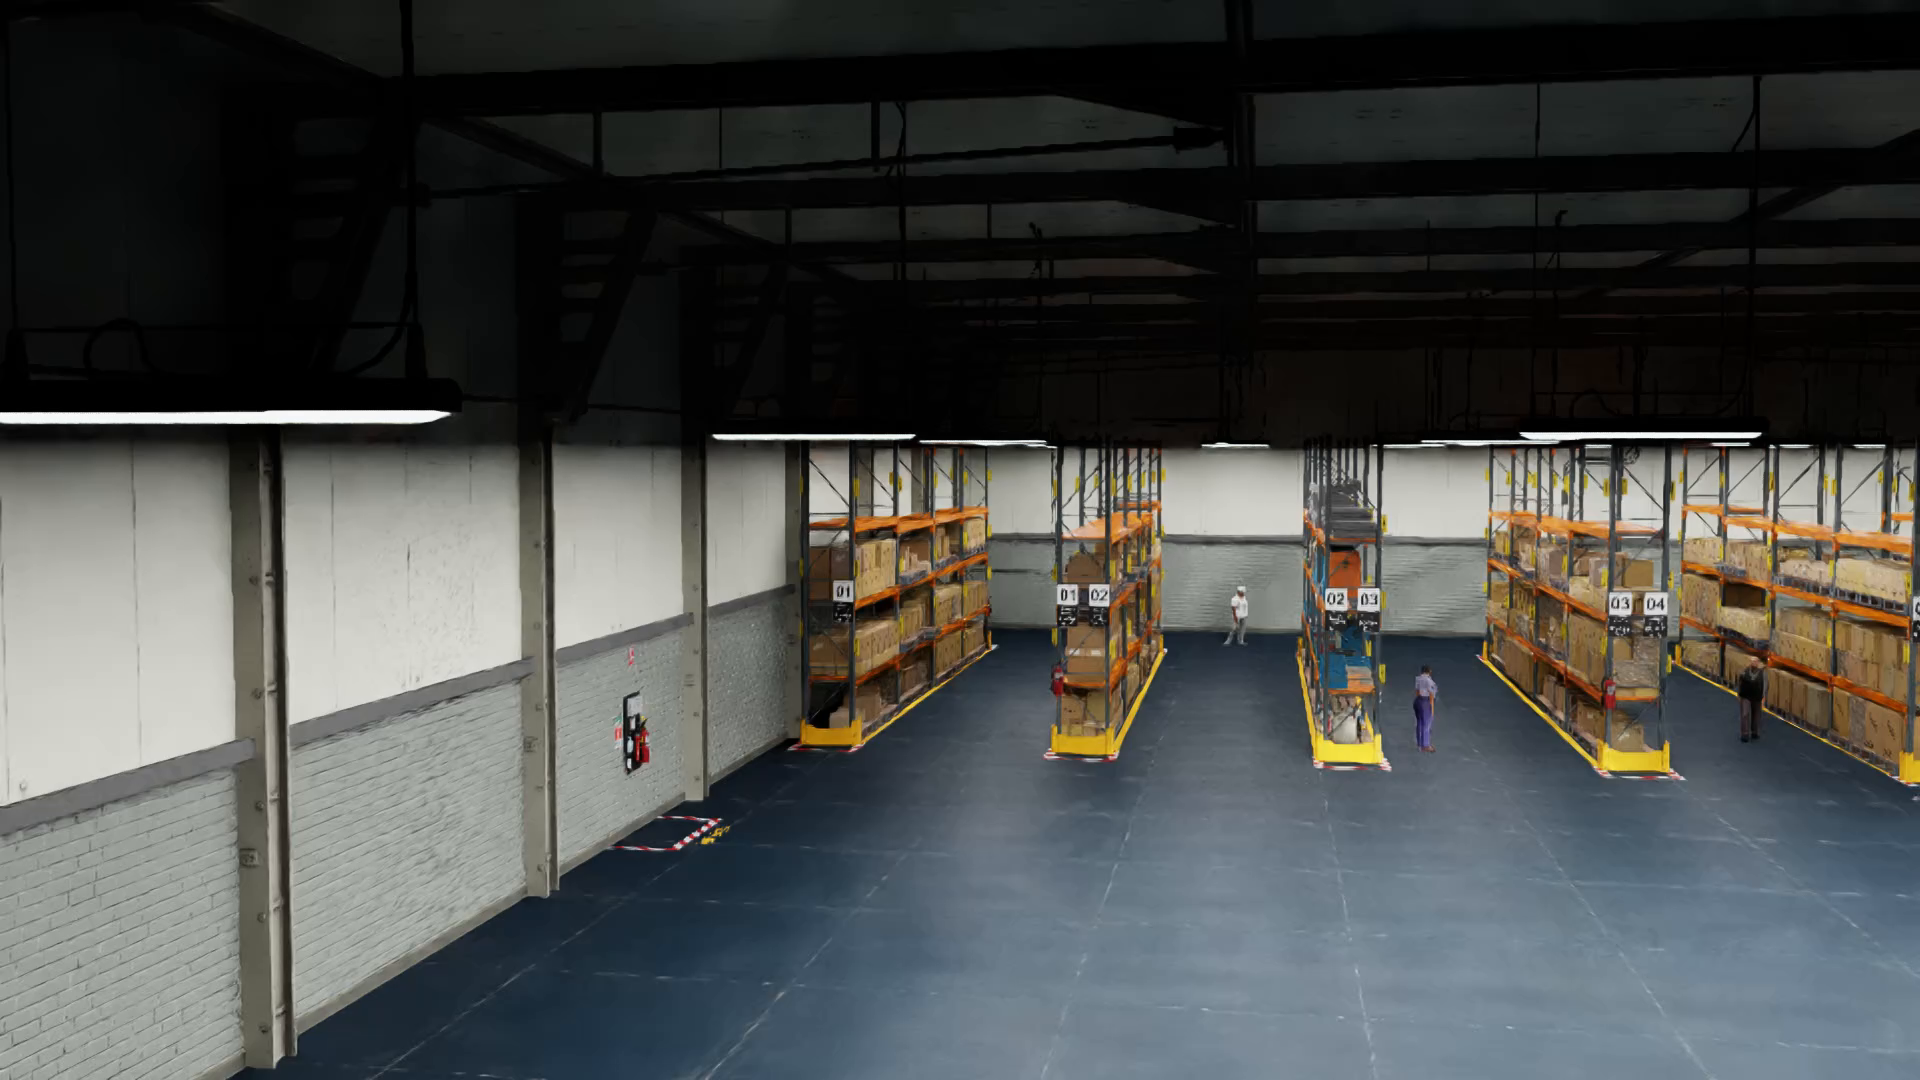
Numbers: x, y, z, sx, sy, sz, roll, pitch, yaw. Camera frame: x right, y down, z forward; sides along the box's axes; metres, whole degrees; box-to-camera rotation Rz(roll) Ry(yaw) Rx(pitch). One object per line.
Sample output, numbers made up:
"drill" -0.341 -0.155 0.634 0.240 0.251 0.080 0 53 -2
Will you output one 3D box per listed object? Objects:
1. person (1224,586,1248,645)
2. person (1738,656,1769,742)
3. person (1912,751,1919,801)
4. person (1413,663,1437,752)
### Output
"person" 8.093 2.215 48.699 0.735 1.763 0.487 -2 4 -35
"person" 15.584 3.111 32.669 0.540 1.659 1.021 1 3 20
"person" 15.755 3.406 26.916 0.539 1.756 0.603 2 3 28
"person" 8.897 3.173 31.712 0.430 1.653 0.530 -1 3 -20
